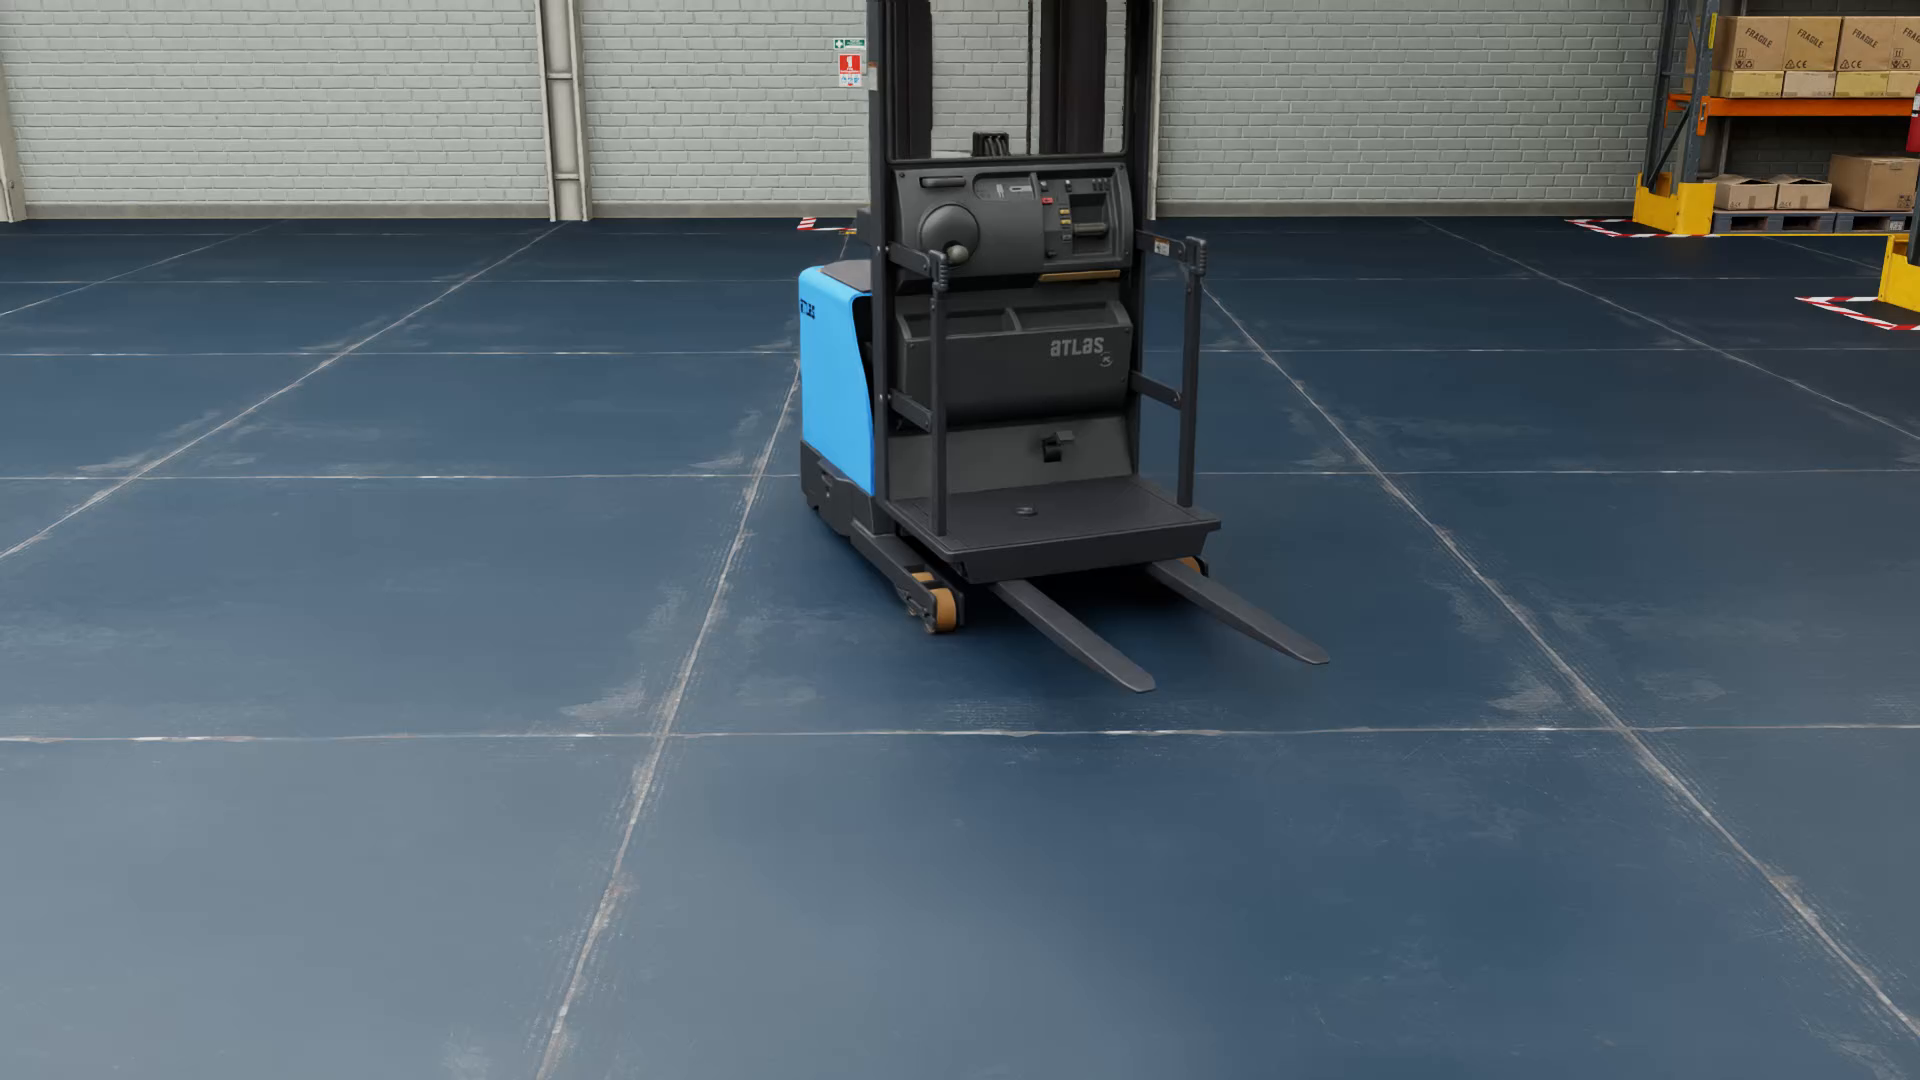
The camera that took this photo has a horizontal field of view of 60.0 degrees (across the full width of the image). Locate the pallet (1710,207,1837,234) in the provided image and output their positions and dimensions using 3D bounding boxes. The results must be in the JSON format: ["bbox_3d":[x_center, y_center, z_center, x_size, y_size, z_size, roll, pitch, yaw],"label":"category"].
[{"bbox_3d":[8.078,-3.292,16.963,1.213,0.211,1.003,0,18,-1],"label":"pallet"}]

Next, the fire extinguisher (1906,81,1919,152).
[{"bbox_3d":[7.145,-3.218,12.294,0.183,0.674,0.296,0,18,-1],"label":"fire extinguisher"}]

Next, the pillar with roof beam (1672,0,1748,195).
[{"bbox_3d":[7.943,-6.435,12.377,0.400,9.000,9.100,0,18,-1],"label":"pillar with roof beam"}]

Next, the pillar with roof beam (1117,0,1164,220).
[{"bbox_3d":[1.944,-6.406,12.286,0.400,9.000,9.100,0,18,-1],"label":"pillar with roof beam"}]

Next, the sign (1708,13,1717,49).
[{"bbox_3d":[7.198,-4.872,15.909,0.005,0.325,0.100,0,18,-1],"label":"sign"}]

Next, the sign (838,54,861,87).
[{"bbox_3d":[-1.150,-4.910,17.385,0.234,0.329,0.001,0,18,-1],"label":"sign"}]

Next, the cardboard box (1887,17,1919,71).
[{"bbox_3d":[9.198,-4.838,16.203,0.500,0.500,0.500,0,18,1],"label":"cardboard box"}]

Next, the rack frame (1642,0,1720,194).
[{"bbox_3d":[7.189,-4.626,16.558,0.127,3.000,1.000,0,18,-1],"label":"rack frame"}]

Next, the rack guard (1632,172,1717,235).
[{"bbox_3d":[7.265,-3.436,16.941,0.348,0.500,1.175,0,18,-1],"label":"rack guard"}]

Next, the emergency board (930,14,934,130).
[{"bbox_3d":[-0.596,-4.864,17.301,0.643,1.169,0.194,0,18,-1],"label":"emergency board"}]

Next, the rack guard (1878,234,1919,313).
[{"bbox_3d":[7.247,-1.923,12.223,0.348,0.500,1.175,0,18,-1],"label":"rack guard"}]

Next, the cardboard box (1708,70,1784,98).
[{"bbox_3d":[7.682,-4.469,16.283,0.500,0.250,0.500,-1,18,-2],"label":"cardboard box"}]

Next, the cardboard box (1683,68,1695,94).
[{"bbox_3d":[7.653,-4.626,16.769,0.500,0.250,0.500,0,18,0],"label":"cardboard box"}]

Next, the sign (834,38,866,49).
[{"bbox_3d":[-1.145,-5.160,17.296,0.331,0.109,0.001,0,18,-1],"label":"sign"}]

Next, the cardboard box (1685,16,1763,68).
[{"bbox_3d":[7.657,-4.988,16.672,0.500,0.500,0.500,0,18,-1],"label":"cardboard box"}]

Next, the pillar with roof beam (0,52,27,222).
[{"bbox_3d":[-10.055,-6.349,12.106,0.400,9.000,9.100,0,18,-1],"label":"pillar with roof beam"}]

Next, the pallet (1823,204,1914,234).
[{"bbox_3d":[9.294,-3.297,16.979,1.213,0.211,1.003,0,18,-1],"label":"pallet"}]

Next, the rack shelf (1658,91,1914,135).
[{"bbox_3d":[9.189,-4.293,16.698,4.000,0.370,1.077,0,18,-1],"label":"rack shelf"}]

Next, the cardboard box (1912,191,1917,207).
[{"bbox_3d":[9.589,-3.496,16.981,0.250,0.149,0.380,-2,18,-5],"label":"cardboard box"}]

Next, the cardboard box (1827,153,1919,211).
[{"bbox_3d":[9.186,-3.612,16.769,0.500,0.500,0.700,-1,18,-4],"label":"cardboard box"}]

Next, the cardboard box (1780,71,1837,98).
[{"bbox_3d":[8.201,-4.476,16.304,0.500,0.250,0.500,-1,18,-3],"label":"cardboard box"}]

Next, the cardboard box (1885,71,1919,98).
[{"bbox_3d":[9.216,-4.479,16.311,0.500,0.250,0.500,0,18,0],"label":"cardboard box"}]

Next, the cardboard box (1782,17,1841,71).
[{"bbox_3d":[8.165,-4.831,16.182,0.500,0.500,0.500,0,18,-1],"label":"cardboard box"}]

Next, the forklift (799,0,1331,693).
[{"bbox_3d":[0.289,-1.202,5.997,1.130,2.935,3.031,-7,19,-20],"label":"forklift"}]

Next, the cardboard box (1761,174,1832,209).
[{"bbox_3d":[8.452,-3.534,16.834,0.500,0.311,0.500,1,18,4],"label":"cardboard box"}]

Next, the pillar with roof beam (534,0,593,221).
[{"bbox_3d":[-4.055,-6.377,12.196,0.400,9.000,9.100,0,18,-1],"label":"pillar with roof beam"}]

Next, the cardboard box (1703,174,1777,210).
[{"bbox_3d":[7.882,-3.531,16.826,0.500,0.311,0.500,-2,18,-7],"label":"cardboard box"}]

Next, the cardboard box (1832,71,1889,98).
[{"bbox_3d":[8.710,-4.477,16.306,0.500,0.250,0.500,-1,18,-2],"label":"cardboard box"}]

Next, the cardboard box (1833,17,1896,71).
[{"bbox_3d":[8.682,-4.832,16.184,0.500,0.500,0.500,-1,18,-3],"label":"cardboard box"}]

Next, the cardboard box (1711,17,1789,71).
[{"bbox_3d":[7.671,-4.832,16.184,0.500,0.500,0.500,0,18,-1],"label":"cardboard box"}]

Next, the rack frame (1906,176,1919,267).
[{"bbox_3d":[7.271,-3.113,11.841,0.127,3.000,1.000,0,18,-1],"label":"rack frame"}]
